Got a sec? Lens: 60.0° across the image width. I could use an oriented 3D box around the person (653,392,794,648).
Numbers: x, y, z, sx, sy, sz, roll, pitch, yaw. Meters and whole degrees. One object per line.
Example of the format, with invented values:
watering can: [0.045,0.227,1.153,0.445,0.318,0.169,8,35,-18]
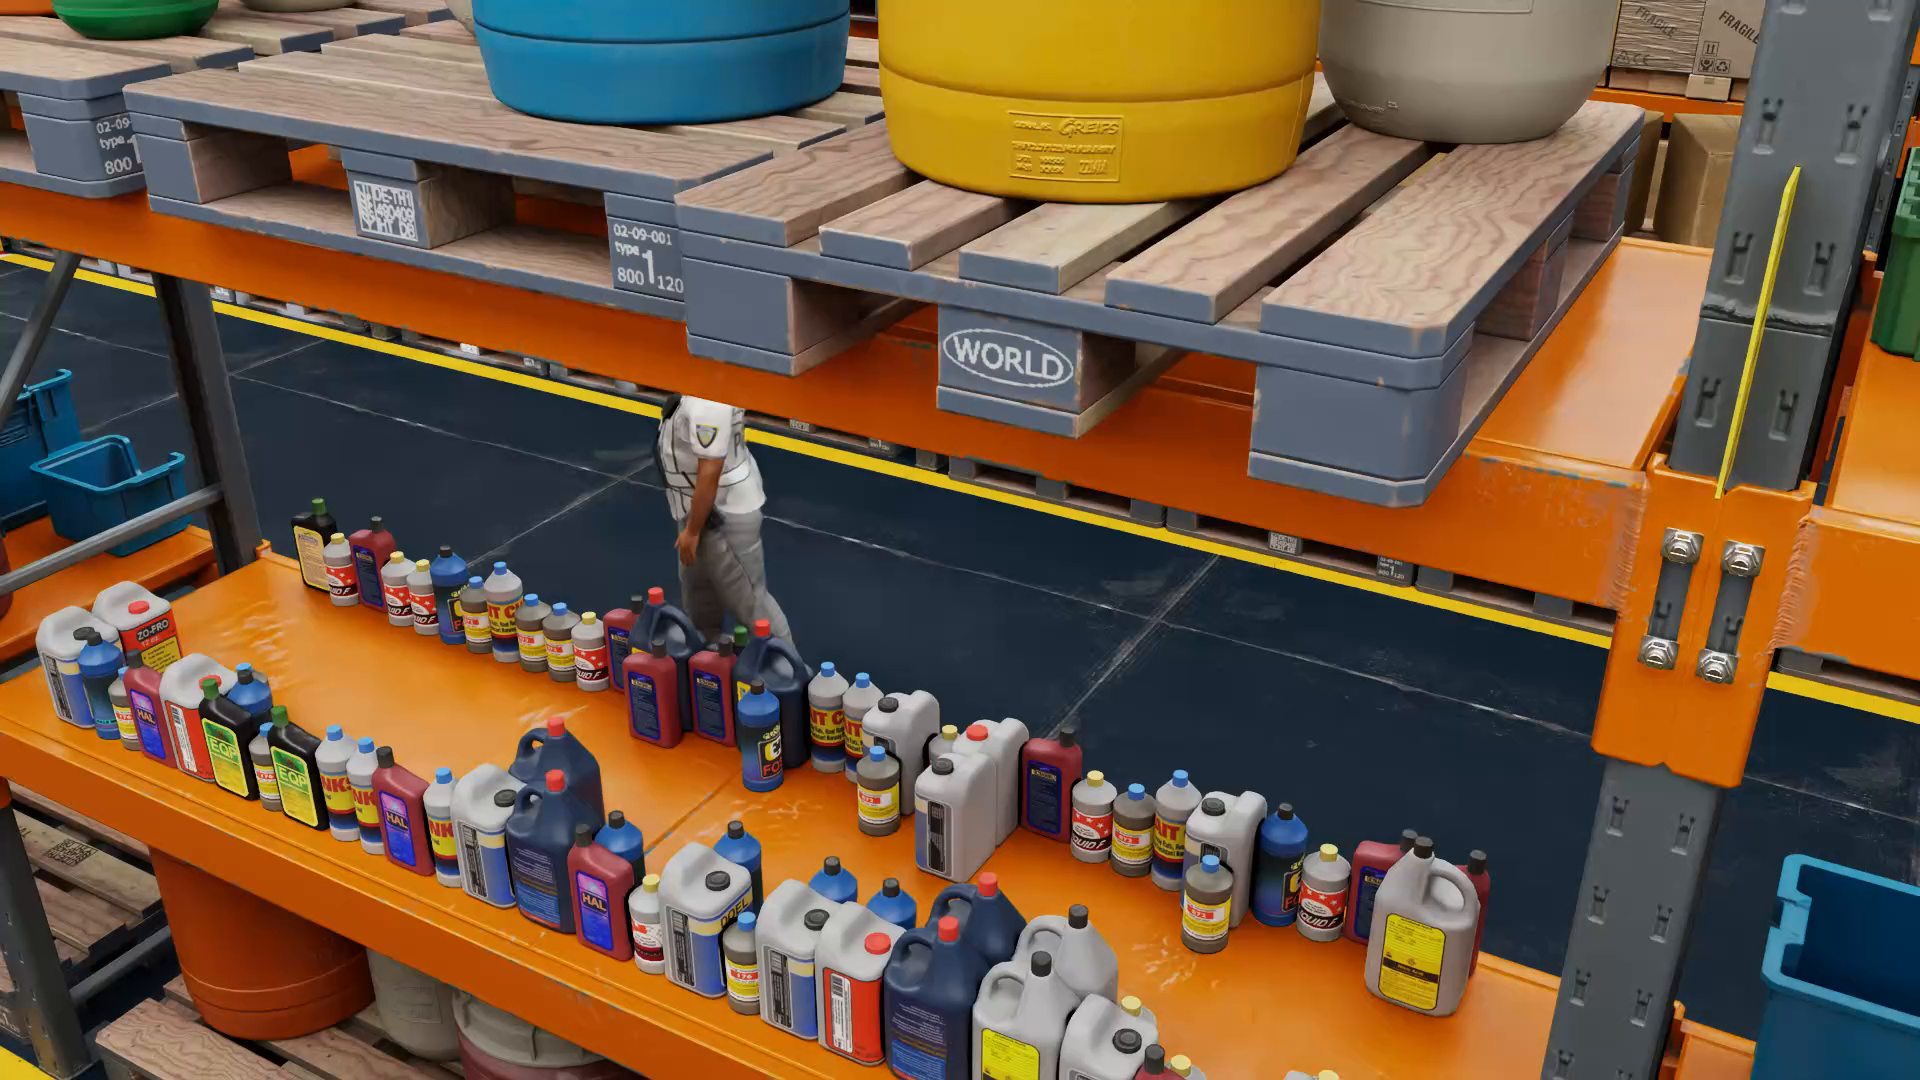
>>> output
person: [-0.946,-0.132,6.373,0.625,1.656,0.610,-4,27,-7]
